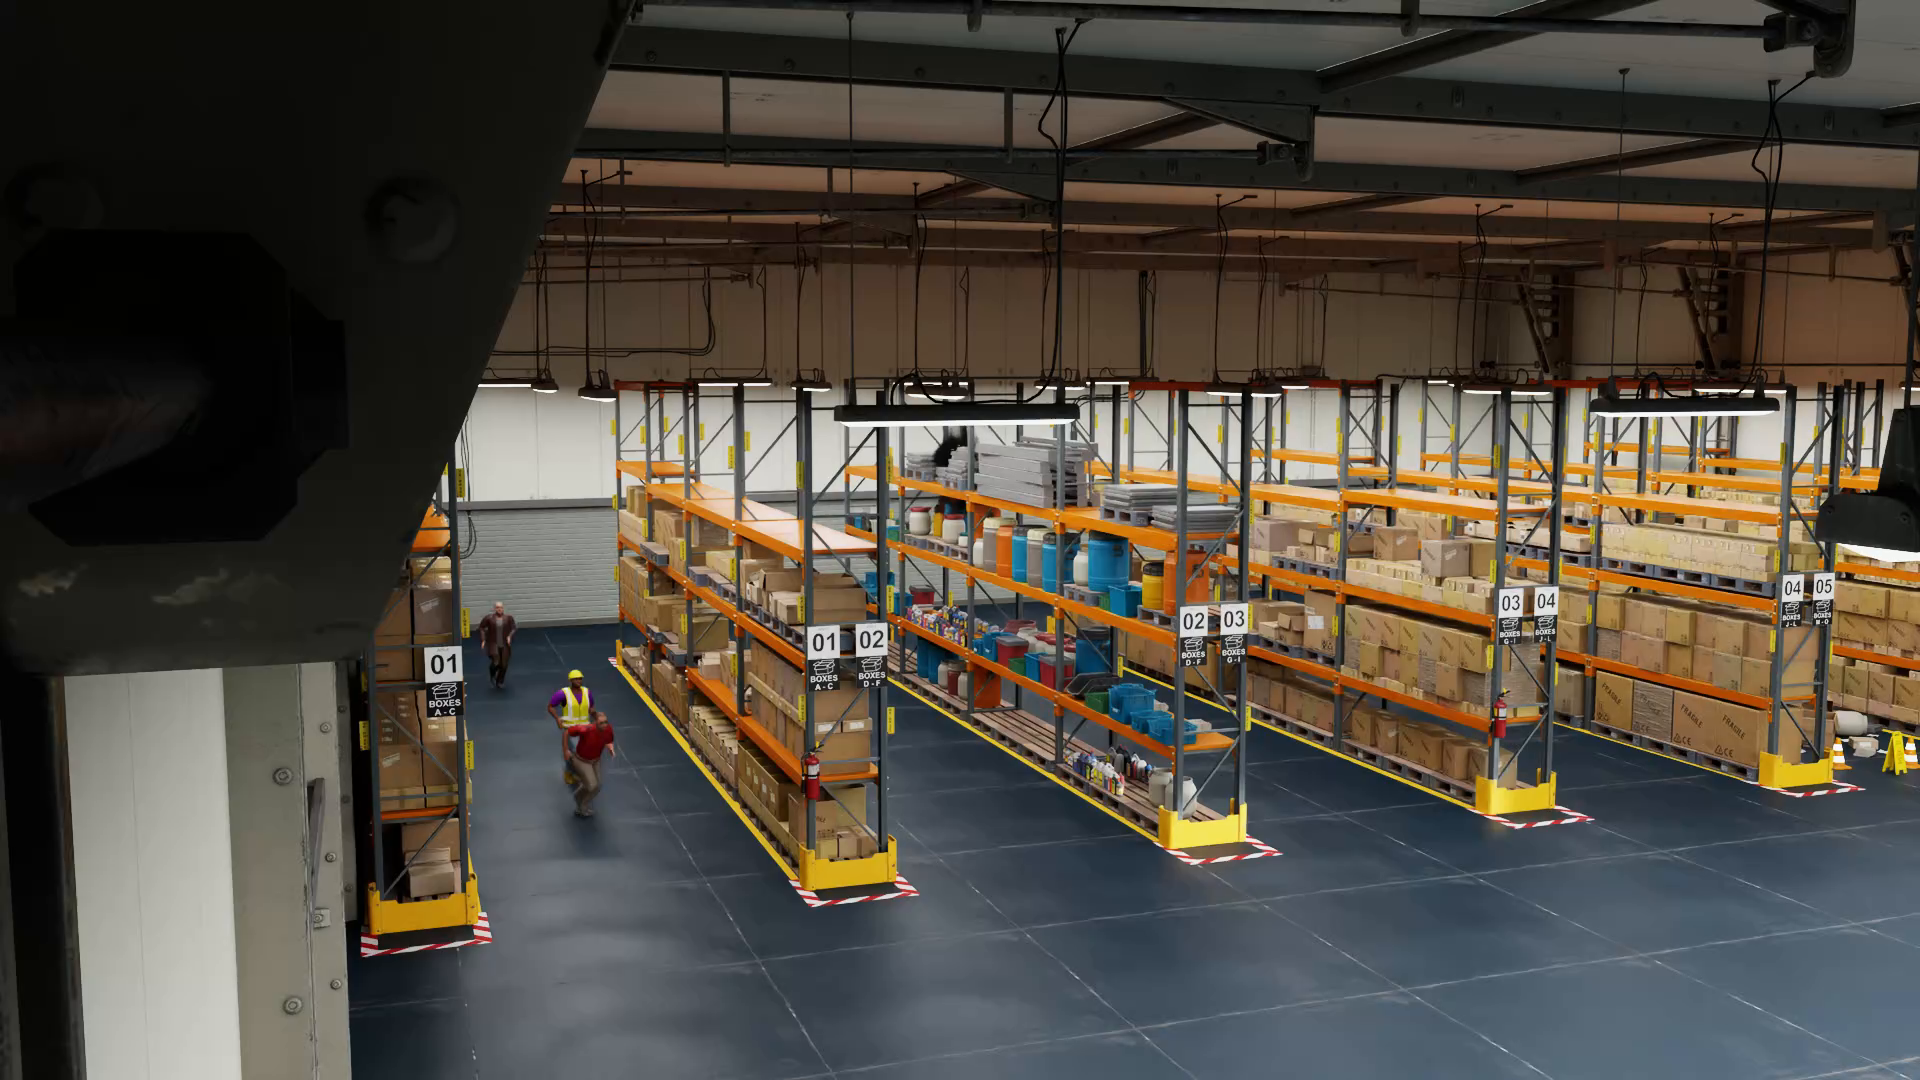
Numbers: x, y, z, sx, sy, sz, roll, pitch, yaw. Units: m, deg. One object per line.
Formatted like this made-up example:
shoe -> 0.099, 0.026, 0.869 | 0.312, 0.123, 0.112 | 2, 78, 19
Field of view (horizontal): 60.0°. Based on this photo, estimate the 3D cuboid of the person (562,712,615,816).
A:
person -> -5.142, 3.125, 23.084 | 0.871, 1.551, 0.695 | 6, 8, 43

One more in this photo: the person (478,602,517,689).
person -> -8.956, 2.057, 32.310 | 0.699, 1.730, 0.668 | -3, 7, -25

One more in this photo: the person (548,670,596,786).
person -> -5.763, 2.821, 24.997 | 0.675, 1.748, 0.660 | -5, 8, -41
